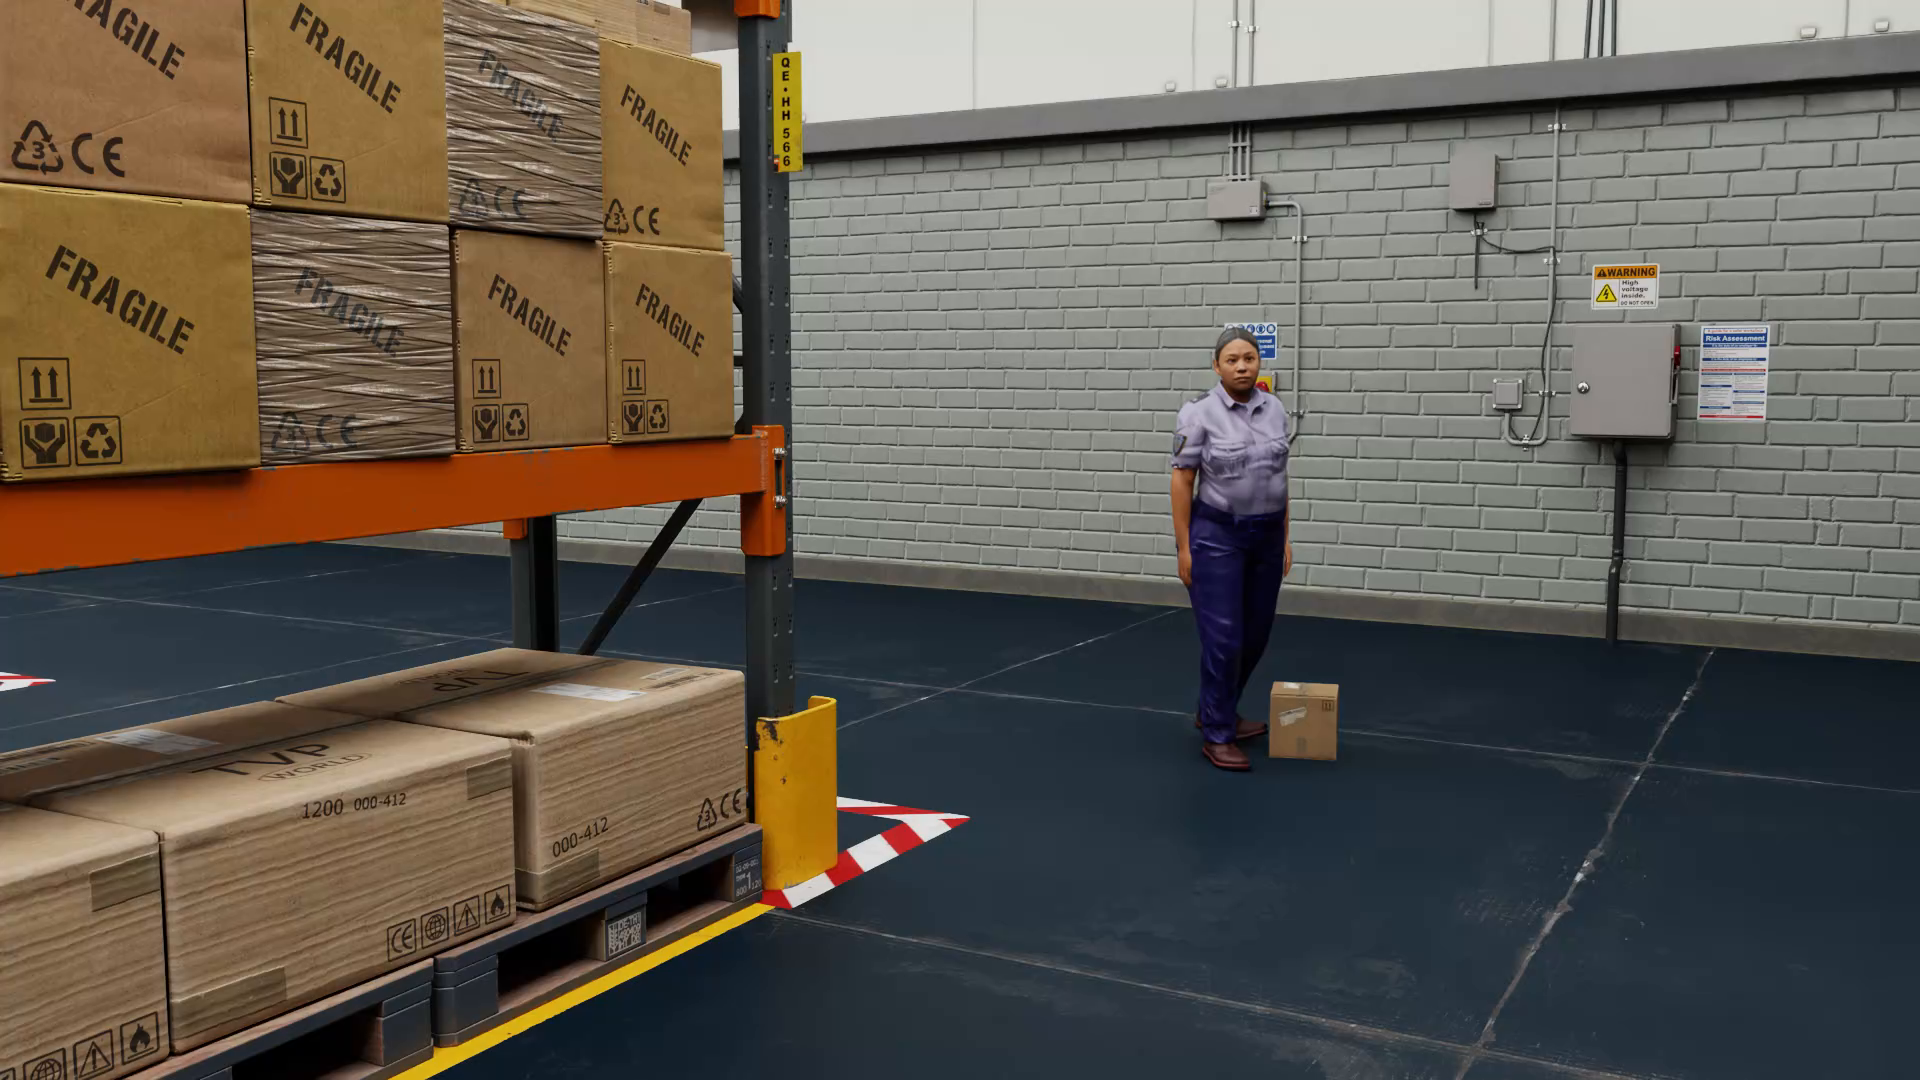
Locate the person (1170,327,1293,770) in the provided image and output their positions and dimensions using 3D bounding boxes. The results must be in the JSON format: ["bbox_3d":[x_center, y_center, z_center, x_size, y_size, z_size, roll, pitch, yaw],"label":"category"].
[{"bbox_3d":[1.013,0.014,6.332,0.530,1.634,0.559,-3,7,-25],"label":"person"}]
